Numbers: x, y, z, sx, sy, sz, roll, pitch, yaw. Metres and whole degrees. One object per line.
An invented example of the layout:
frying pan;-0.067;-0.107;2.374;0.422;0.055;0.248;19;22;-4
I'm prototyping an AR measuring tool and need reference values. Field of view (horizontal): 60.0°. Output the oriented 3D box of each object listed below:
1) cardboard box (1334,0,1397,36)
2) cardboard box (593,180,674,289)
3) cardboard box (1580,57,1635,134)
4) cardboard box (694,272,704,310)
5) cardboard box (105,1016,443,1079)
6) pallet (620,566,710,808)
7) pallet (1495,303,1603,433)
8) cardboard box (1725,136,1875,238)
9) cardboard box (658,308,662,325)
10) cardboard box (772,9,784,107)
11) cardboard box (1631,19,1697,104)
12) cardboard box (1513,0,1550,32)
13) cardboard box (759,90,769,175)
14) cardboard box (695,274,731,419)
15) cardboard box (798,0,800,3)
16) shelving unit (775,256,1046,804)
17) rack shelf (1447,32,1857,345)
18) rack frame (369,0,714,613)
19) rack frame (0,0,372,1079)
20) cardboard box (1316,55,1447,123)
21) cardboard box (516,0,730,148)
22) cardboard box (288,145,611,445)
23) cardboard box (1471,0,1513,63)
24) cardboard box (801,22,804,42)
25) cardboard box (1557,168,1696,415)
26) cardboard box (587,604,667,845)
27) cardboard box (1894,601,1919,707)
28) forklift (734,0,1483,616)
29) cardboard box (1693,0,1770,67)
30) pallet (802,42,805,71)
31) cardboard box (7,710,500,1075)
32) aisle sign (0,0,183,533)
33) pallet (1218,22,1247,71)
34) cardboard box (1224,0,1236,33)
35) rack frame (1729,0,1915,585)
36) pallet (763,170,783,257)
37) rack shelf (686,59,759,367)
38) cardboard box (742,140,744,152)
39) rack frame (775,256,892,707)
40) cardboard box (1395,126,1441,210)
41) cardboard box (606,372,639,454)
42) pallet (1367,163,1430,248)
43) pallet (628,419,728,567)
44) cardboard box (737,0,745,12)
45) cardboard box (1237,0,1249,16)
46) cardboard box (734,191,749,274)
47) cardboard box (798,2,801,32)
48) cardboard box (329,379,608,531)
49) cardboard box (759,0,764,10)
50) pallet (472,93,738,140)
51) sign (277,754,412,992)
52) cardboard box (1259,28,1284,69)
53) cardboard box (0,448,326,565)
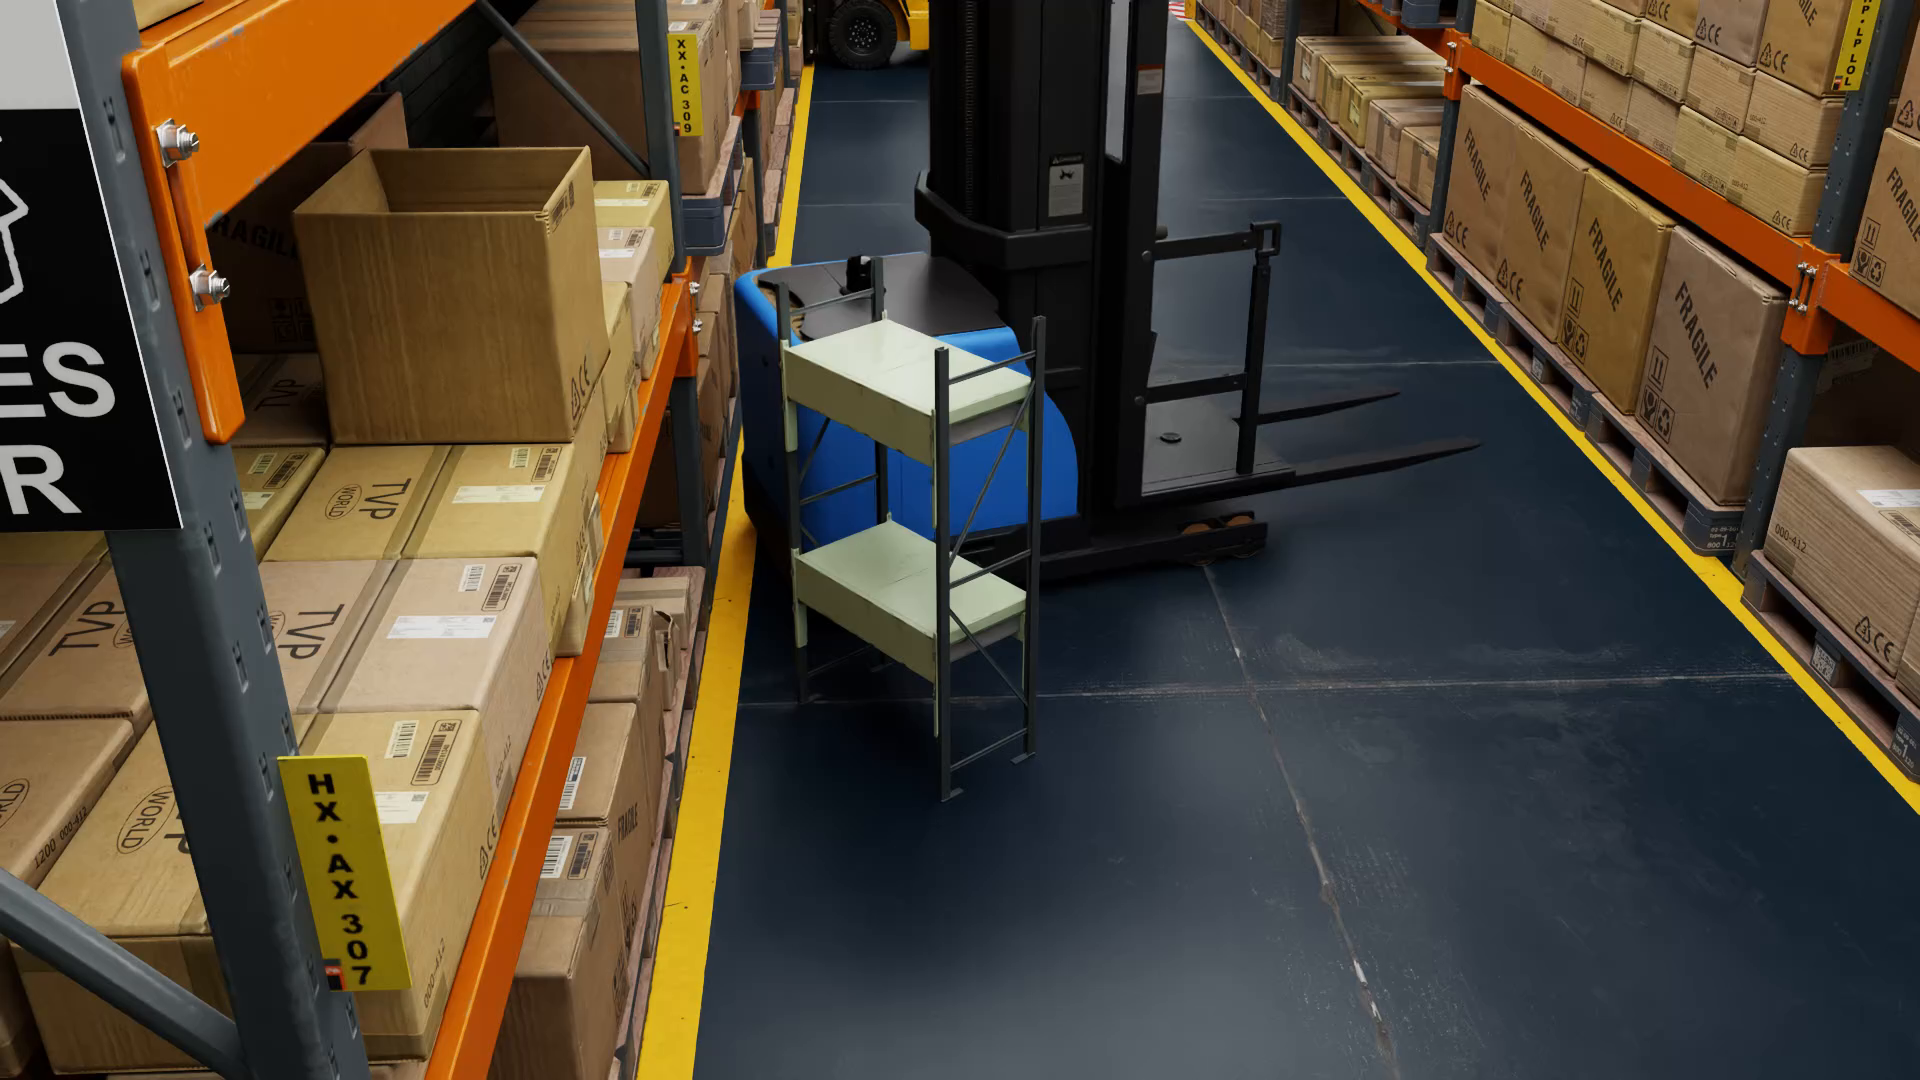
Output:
cardboard box;3.342;-4.469;13.784;0.500;0.500;0.500;0;28;0
cardboard box;-1.165;-0.911;5.093;0.500;0.250;0.500;-1;28;-1
cardboard box;3.182;-2.038;7.576;0.500;0.250;0.500;-1;28;-3
cardboard box;-1.309;-1.099;7.161;0.380;0.149;0.250;-1;28;-3
cardboard box;-0.970;0.726;2.387;0.380;0.149;0.250;-2;28;-3
pallet;-1.401;0.479;5.603;1.003;0.211;1.213;-1;28;-3
pallet;3.339;-0.879;8.207;1.003;0.211;1.213;-1;28;-3
cardboard box;3.246;-1.331;6.220;0.500;0.250;0.500;-2;28;-4
cardboard box;-1.131;-0.702;5.125;0.380;0.149;0.250;-1;28;-1
cardboard box;-1.815;-3.662;12.641;0.875;0.625;0.625;0;28;0
cardboard box;3.189;-2.019;6.999;0.500;0.250;0.500;-1;28;-1
cardboard box;3.118;-2.720;8.343;0.500;0.250;0.500;-1;28;-1
cardboard box;-1.705;-2.645;10.692;0.875;0.625;0.625;-1;28;-1
cardboard box;-1.295;-0.858;7.400;0.500;0.500;0.500;-2;28;-4
cardboard box;-1.582;-4.647;13.854;0.500;0.250;0.500;-1;28;-3
shelving unit;-0.155;-0.036;5.196;0.431;1.500;0.755;-22;35;-36
rack shelf;3.417;-1.801;7.737;1.077;0.370;4.000;-1;28;-3
rack frame;-1.436;-1.075;5.567;1.000;3.000;0.127;-1;28;-3
rack frame;-1.223;0.773;2.025;0.949;2.616;0.053;-1;28;-3
cardboard box;3.174;-3.338;12.293;0.950;0.372;0.625;0;28;1
cardboard box;-1.264;-1.773;6.344;0.700;0.500;0.500;-1;28;-2
cardboard box;-1.060;-0.534;3.560;0.500;0.500;0.500;-1;28;-1
cardboard box;3.087;-2.745;8.931;0.500;0.250;0.500;-2;28;-4
cardboard box;-1.632;-4.439;14.536;0.500;0.250;0.500;-1;28;-2
cardboard box;3.354;-1.142;7.539;0.875;0.875;0.875;-1;28;-1
cardboard box;-1.224;0.535;4.730;0.700;0.500;0.500;-2;28;-5
cardboard box;3.494;0.460;4.942;0.875;0.438;0.875;-2;28;-4
forklift;0.687;-1.414;6.292;3.031;2.935;1.130;-10;29;-18
cardboard box;3.213;-2.123;6.387;0.500;0.500;0.500;-1;28;-2
pallet;-1.920;-4.466;15.084;1.003;0.211;1.213;-1;28;-3
cardboard box;-0.981;0.491;2.405;0.500;0.250;0.500;-1;28;-2
aisle sign;-0.930;-0.356;1.377;0.394;0.787;0.004;-1;28;-3
pallet;2.966;-4.528;15.204;1.003;0.211;1.213;-1;28;-3
cardboard box;2.721;-4.838;15.302;0.500;0.250;0.500;0;28;1
rack frame;3.521;-1.196;5.800;1.000;3.000;0.127;-1;28;-3
pallet;-1.648;-2.067;10.484;1.003;0.211;1.213;-1;28;-3
rack shelf;-1.540;-1.679;7.504;1.077;0.370;4.000;-1;28;-3
cardboard box;-1.366;-2.065;9.014;0.380;0.149;0.250;-3;28;-5
rack frame;-0.398;-0.162;5.439;0.400;1.500;0.023;-22;35;-36
cardboard box;3.293;-2.326;10.353;0.950;0.372;0.625;-3;28;-6
cardboard box;-1.066;-0.344;4.437;0.380;0.149;0.250;-2;28;-3
pallet;3.273;-2.168;10.678;1.003;0.211;1.213;-1;28;-3
pallet;-1.516;-0.213;6.930;1.003;0.211;1.213;-1;28;-3
cardboard box;-1.374;-2.404;7.551;0.797;0.503;0.637;-2;28;-4
cardboard box;2.748;-4.927;14.662;0.500;0.500;0.500;0;28;0
cardboard box;-1.392;-1.578;8.781;0.500;0.500;0.500;-2;28;-3
cardboard box;-1.599;-4.421;13.962;0.500;0.250;0.500;-2;28;-3
cardboard box;-1.086;-0.211;3.752;0.500;0.250;0.500;-2;28;-4
cardboard box;-1.445;-3.299;9.993;0.500;0.250;0.500;-2;28;-4
pallet;-1.538;-1.939;7.431;1.003;0.211;1.213;-1;28;-3
sign;-0.685;0.376;1.850;0.100;0.325;0.005;-1;28;-3
cardboard box;2.804;-4.124;13.933;0.500;0.250;0.500;0;28;0
cardboard box;-1.563;0.034;3.281;0.500;0.250;0.500;-1;28;-1
